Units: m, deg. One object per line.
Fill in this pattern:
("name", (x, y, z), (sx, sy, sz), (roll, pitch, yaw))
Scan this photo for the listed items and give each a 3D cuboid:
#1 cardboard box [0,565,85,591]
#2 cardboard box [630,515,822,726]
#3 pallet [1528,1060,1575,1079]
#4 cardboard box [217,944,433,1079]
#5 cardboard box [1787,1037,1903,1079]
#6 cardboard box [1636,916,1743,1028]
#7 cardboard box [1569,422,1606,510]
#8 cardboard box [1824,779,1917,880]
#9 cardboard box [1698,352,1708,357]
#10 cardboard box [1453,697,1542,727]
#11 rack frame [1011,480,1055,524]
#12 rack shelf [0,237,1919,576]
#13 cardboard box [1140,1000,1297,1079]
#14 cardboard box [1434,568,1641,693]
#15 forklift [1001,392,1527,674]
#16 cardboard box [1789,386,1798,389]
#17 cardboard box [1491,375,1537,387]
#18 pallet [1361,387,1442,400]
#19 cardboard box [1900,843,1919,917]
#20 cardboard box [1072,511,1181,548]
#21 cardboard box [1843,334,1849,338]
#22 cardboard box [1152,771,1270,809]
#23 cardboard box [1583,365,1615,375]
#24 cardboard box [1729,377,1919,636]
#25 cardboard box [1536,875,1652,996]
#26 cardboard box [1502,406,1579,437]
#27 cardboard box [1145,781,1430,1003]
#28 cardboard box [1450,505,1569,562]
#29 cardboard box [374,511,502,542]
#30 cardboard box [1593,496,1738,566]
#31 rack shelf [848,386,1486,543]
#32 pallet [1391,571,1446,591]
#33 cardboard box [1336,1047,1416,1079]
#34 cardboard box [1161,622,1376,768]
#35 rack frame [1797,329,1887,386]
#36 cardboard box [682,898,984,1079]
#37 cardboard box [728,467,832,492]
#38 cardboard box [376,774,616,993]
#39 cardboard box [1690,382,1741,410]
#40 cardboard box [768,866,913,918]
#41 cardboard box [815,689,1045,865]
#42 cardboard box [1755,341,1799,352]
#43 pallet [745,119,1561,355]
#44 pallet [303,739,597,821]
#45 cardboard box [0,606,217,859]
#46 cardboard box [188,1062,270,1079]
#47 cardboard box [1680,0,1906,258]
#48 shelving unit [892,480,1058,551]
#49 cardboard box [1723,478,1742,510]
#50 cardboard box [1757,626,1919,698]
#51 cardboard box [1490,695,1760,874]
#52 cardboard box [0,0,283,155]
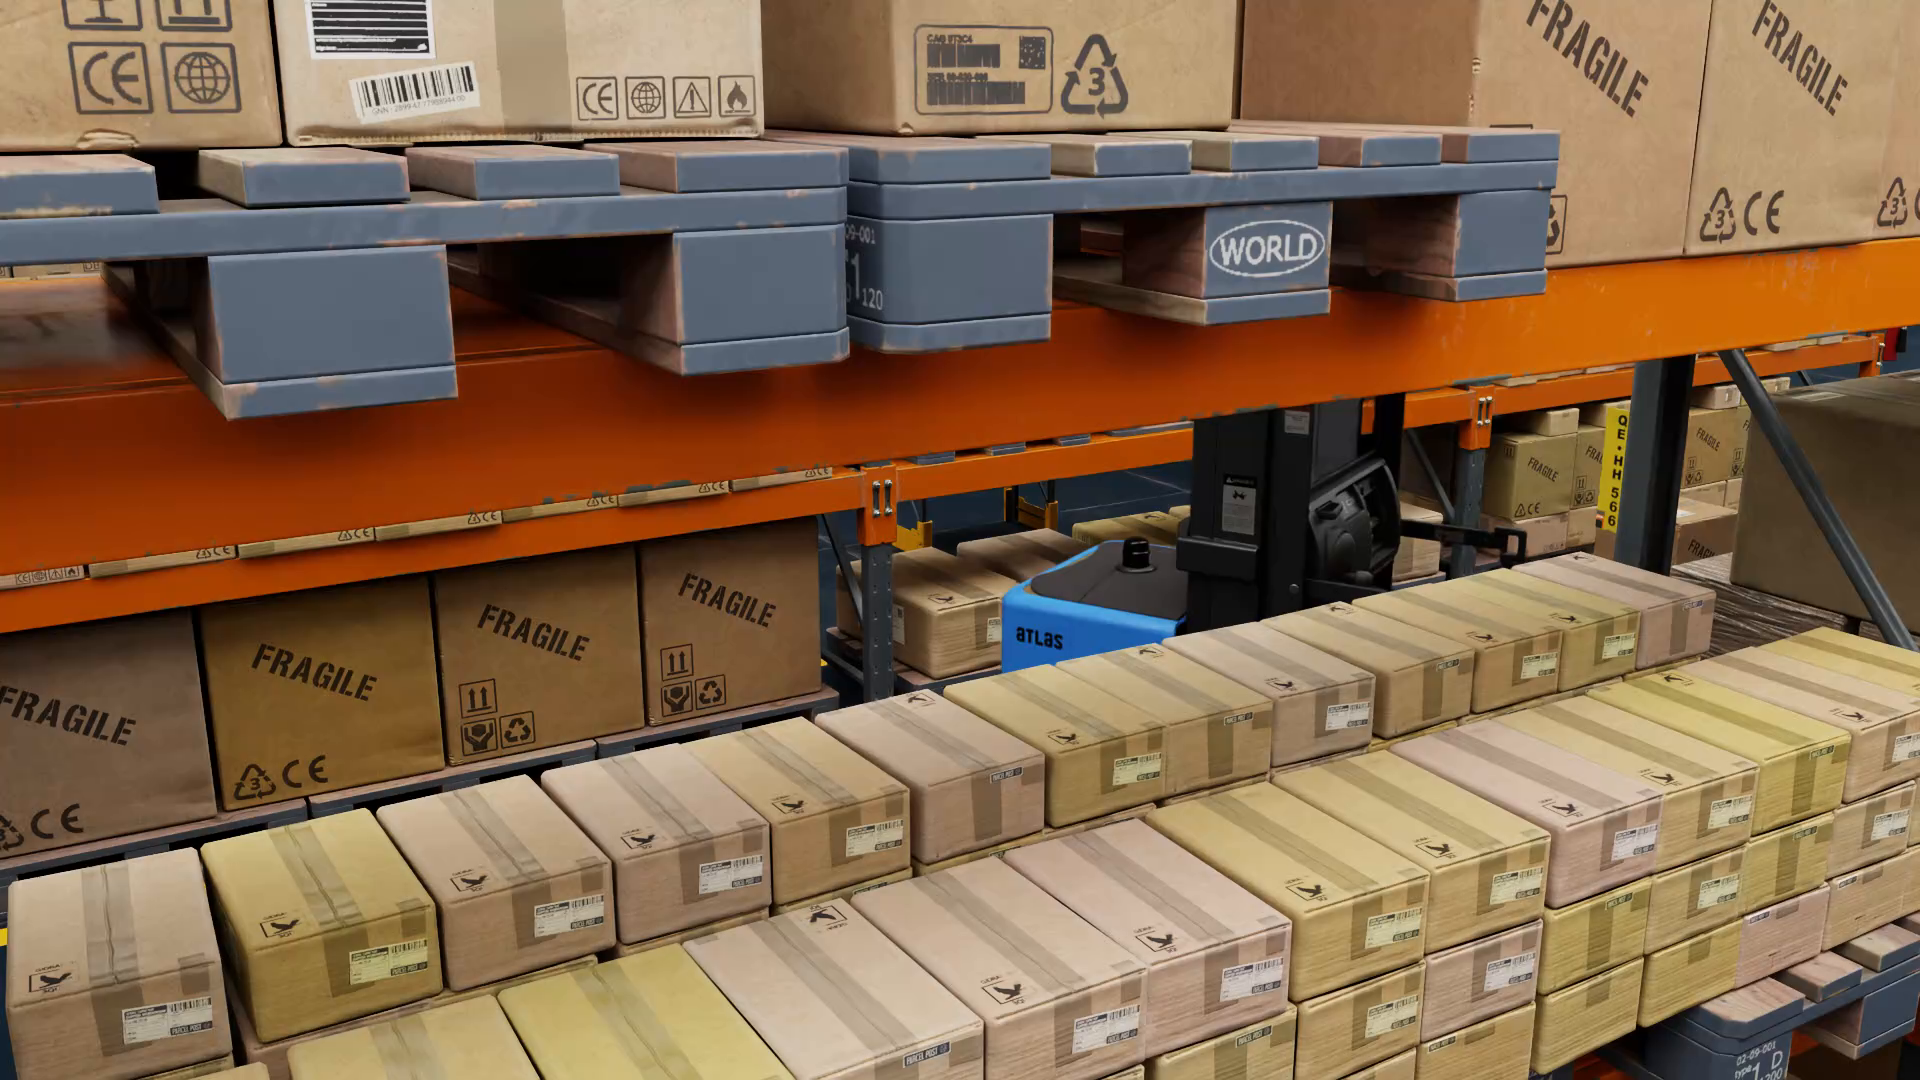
("cardboard box", (-3.543, 0.003, 6.119), (0.500, 0.250, 0.500), (-10, 18, -31))
("cardboard box", (-1.262, 0.273, 8.038), (0.875, 0.875, 0.875), (-9, 18, -30))
("pallet", (0.333, 0.883, 3.057), (1.213, 0.211, 1.003), (-9, 18, -30))
("cardboard box", (-0.955, 0.700, 2.492), (0.250, 0.149, 0.380), (-9, 18, -29))
("cardboard box", (2.577, 1.324, 4.521), (0.750, 0.750, 1.050), (-9, 18, -30))
("cardboard box", (1.173, 0.704, 3.029), (0.250, 0.149, 0.380), (-9, 18, -30))
("cardboard box", (3.899, -0.517, 10.623), (0.500, 0.500, 0.500), (-8, 18, -27))
("cardboard box", (1.592, 0.493, 3.229), (0.250, 0.149, 0.380), (-8, 18, -28))
("cardboard box", (4.700, -1.307, 10.979), (0.250, 0.149, 0.380), (-9, 18, -30))
("cardboard box", (1.032, 0.379, 3.638), (0.250, 0.149, 0.380), (-10, 18, -31))
("rack frame", (0.509, -0.805, 11.502), (0.032, 1.500, 0.500), (-9, 18, -30))
("rack shelf", (0.294, -0.314, 2.747), (4.000, 0.370, 1.077), (-9, 18, -30))
("cardboard box", (0.277, 0.706, 2.470), (0.250, 0.149, 0.380), (-10, 18, -31))
("cardboard box", (1.284, 0.196, 3.738), (0.250, 0.149, 0.380), (-10, 18, -31))
("forklift", (1.678, -0.071, 6.234), (3.031, 2.935, 1.130), (9, 18, 30))
("cardboard box", (5.678, -0.805, 11.650), (0.500, 0.500, 0.500), (-9, 18, -29))
("cardboard box", (3.237, -1.030, 9.991), (0.250, 0.149, 0.380), (-9, 18, -30))
("pallet", (2.071, -1.016, 9.832), (1.213, 0.211, 1.003), (-9, 18, -30))
("cardboard box", (1.822, 0.600, 3.399), (0.250, 0.149, 0.380), (-9, 18, -29))
("cardboard box", (1.144, 0.153, 9.396), (0.625, 0.372, 0.950), (-9, 18, -28))
("cardboard box", (6.020, -1.515, 11.721), (0.250, 0.149, 0.380), (-9, 18, -28))
("cardboard box", (0.388, 0.482, 3.270), (0.250, 0.149, 0.380), (-9, 18, -30))
("cardboard box", (3.868, -1.147, 10.409), (0.250, 0.149, 0.380), (-9, 18, -28))
("cardboard box", (2.399, -0.083, 4.112), (0.500, 0.500, 0.700), (-9, 18, -30))
("cardboard box", (0.938, 0.599, 2.851), (0.250, 0.149, 0.380), (-9, 18, -30))
("cardboard box", (3.584, -0.756, 10.273), (0.250, 0.149, 0.380), (-9, 18, -29))
("cardboard box", (0.492, 0.528, 2.554), (0.250, 0.149, 0.380), (-9, 18, -28))
("cardboard box", (3.446, -0.079, 10.449), (0.500, 0.250, 0.500), (-10, 19, -32))
("cardboard box", (-2.219, -0.204, 6.858), (0.500, 0.250, 0.500), (-10, 18, -31))
("cardboard box", (3.744, 0.066, 8.846), (0.500, 0.500, 0.500), (-9, 18, -30))
("rack shelf", (1.087, -0.557, 9.171), (4.000, 0.370, 1.077), (-9, 18, -30))
("pallet", (2.135, 0.270, 10.054), (1.213, 0.211, 1.003), (-9, 18, -30))
("cardboard box", (0.489, 0.816, 2.630), (0.250, 0.149, 0.380), (-10, 19, -32))
("cardboard box", (0.613, 0.304, 3.354), (0.250, 0.149, 0.380), (-8, 18, -27))
("rack frame", (6.230, -1.737, 12.049), (0.127, 3.000, 1.000), (-9, 18, -30))
("cardboard box", (-0.173, 0.637, 2.165), (0.250, 0.149, 0.380), (-9, 18, -30))
("cardboard box", (-0.927, -0.422, 7.637), (0.500, 0.250, 0.500), (-10, 18, -32))
("cardboard box", (-0.724, 0.521, 2.580), (0.250, 0.149, 0.380), (-10, 18, -31))
("cardboard box", (4.954, -0.980, 11.073), (0.250, 0.149, 0.380), (-8, 18, -27))
("cardboard box", (-0.286, 0.591, 2.879), (0.250, 0.149, 0.380), (-10, 19, -33))
("cardboard box", (-0.059, 0.413, 2.965), (0.250, 0.149, 0.380), (-10, 19, -32))
("cardboard box", (5.424, -1.380, 11.241), (0.250, 0.149, 0.380), (-9, 18, -29))
("pallet", (0.051, -0.498, 2.418), (1.003, 0.211, 1.213), (-9, 18, -30))
("pallet", (-2.386, 0.978, 7.528), (1.213, 0.211, 1.003), (-9, 18, -30))
("cardboard box", (-3.566, 0.647, 6.702), (0.875, 0.875, 0.875), (-9, 18, -28))
("cardboard box", (-0.846, 0.746, 1.775), (0.250, 0.149, 0.380), (-8, 18, -27))
("cardboard box", (1.228, -0.775, 2.876), (0.500, 0.500, 0.500), (-9, 18, -30))
("shelving unit", (0.065, -0.733, 11.245), (1.083, 1.500, 0.587), (-9, 18, -30))
("cardboard box", (5.228, -0.370, 11.490), (0.500, 0.250, 0.500), (-9, 18, -30))
("cardboard box", (1.825, 0.313, 3.322), (0.250, 0.149, 0.380), (-10, 19, -32))
("cardboard box", (1.157, 0.422, 2.934), (0.250, 0.149, 0.380), (-9, 18, -28))
("cardboard box", (-1.039, -0.660, 1.685), (0.500, 0.500, 0.700), (-9, 18, -30))
